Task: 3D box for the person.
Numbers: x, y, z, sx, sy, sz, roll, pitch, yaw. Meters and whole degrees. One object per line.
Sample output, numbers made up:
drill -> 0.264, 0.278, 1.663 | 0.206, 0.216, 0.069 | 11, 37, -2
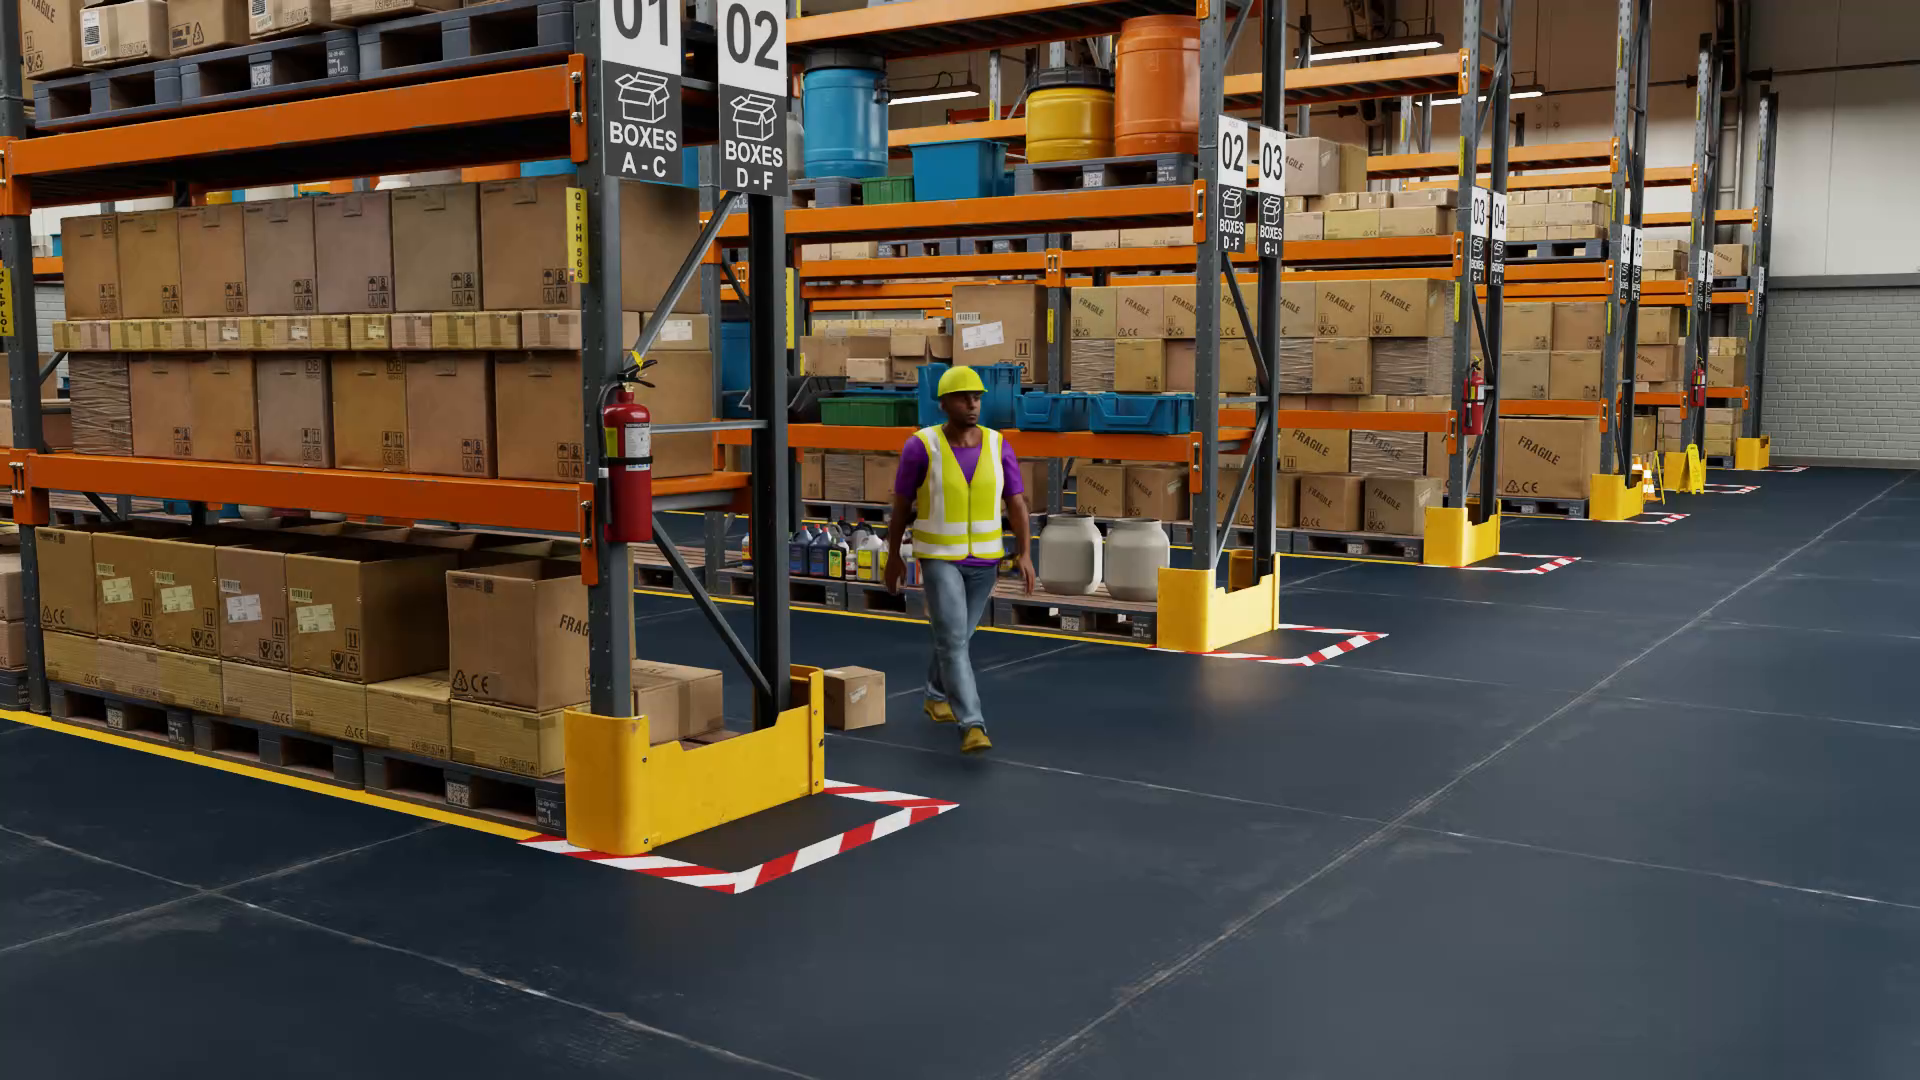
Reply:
person -> 0.026, 0.070, 7.513 | 0.608, 1.703, 1.076 | -3, 7, -22
